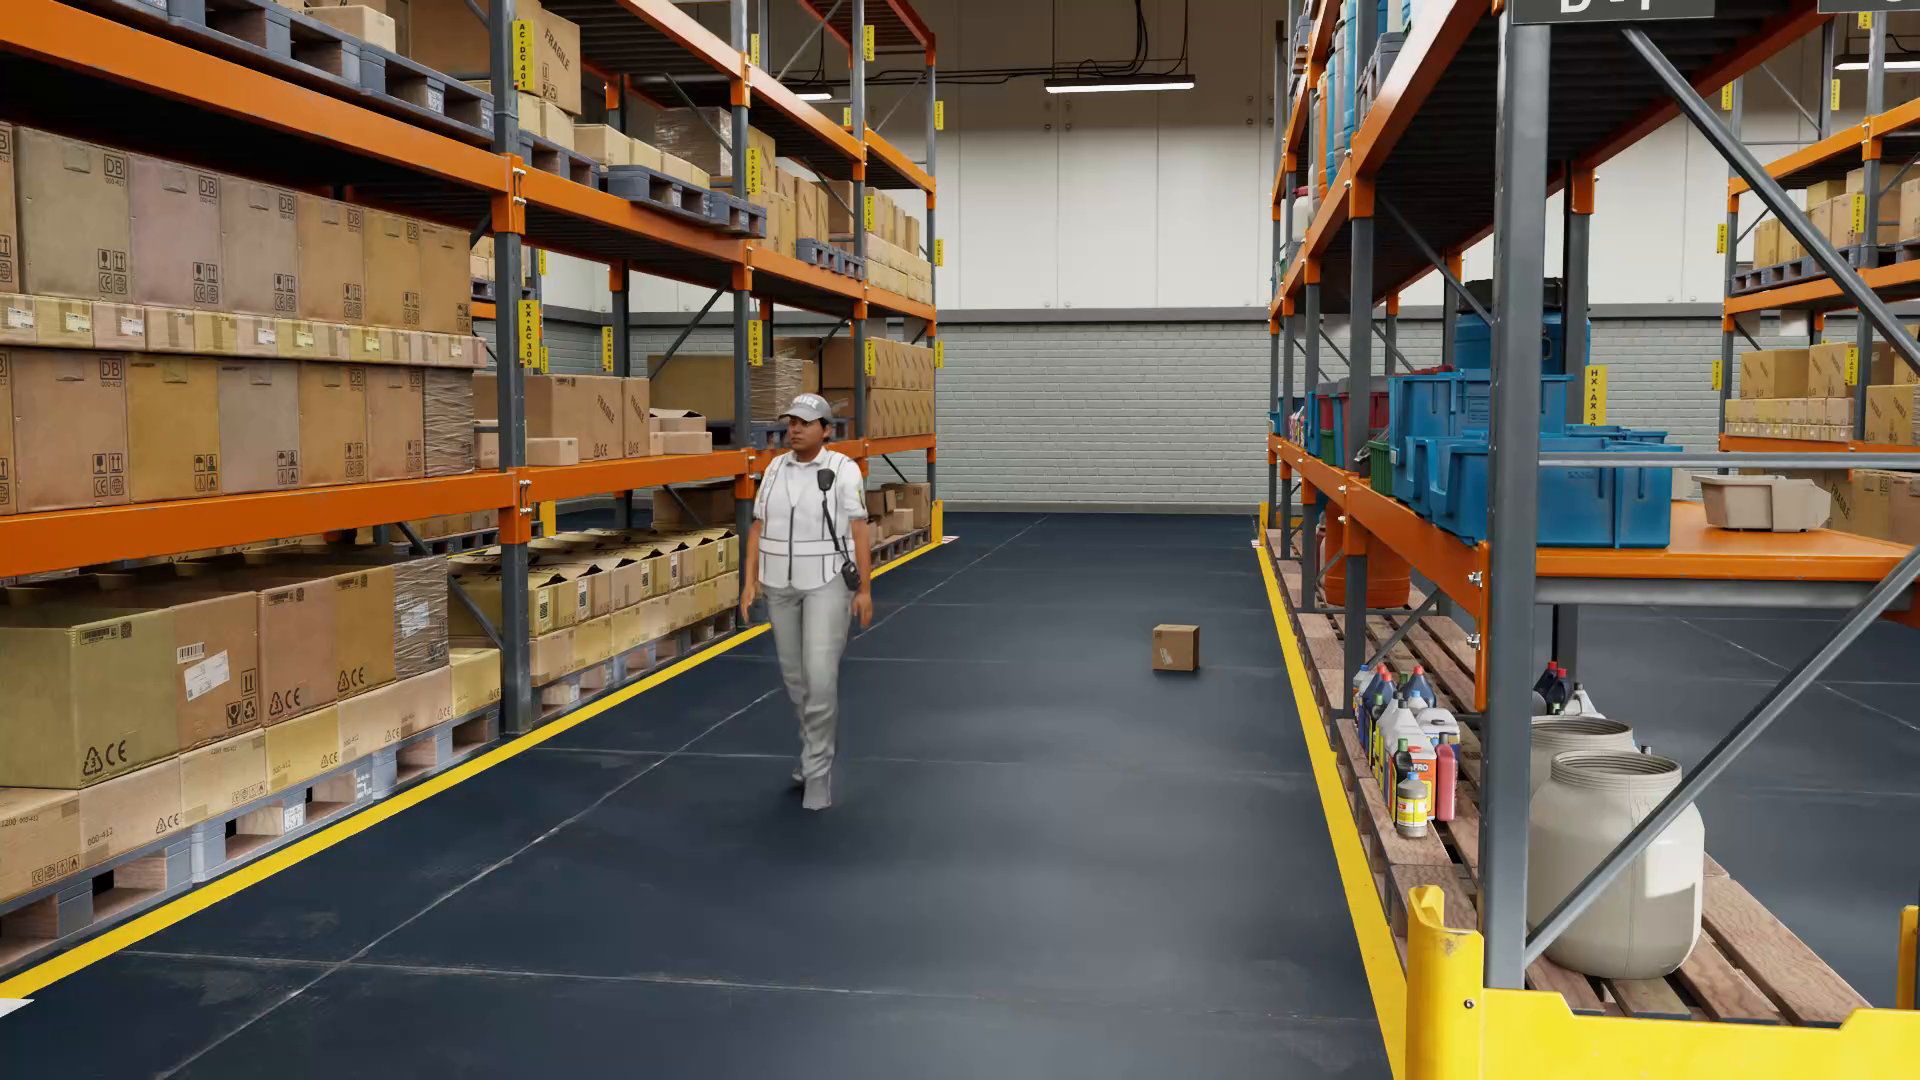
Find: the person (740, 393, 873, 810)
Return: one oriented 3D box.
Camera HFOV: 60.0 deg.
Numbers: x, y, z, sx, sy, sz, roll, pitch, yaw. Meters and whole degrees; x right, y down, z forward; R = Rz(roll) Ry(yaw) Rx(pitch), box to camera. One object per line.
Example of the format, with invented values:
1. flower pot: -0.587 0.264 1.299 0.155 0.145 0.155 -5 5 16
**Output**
1. person: -0.654 0.255 6.961 0.514 1.734 0.605 2 5 20
